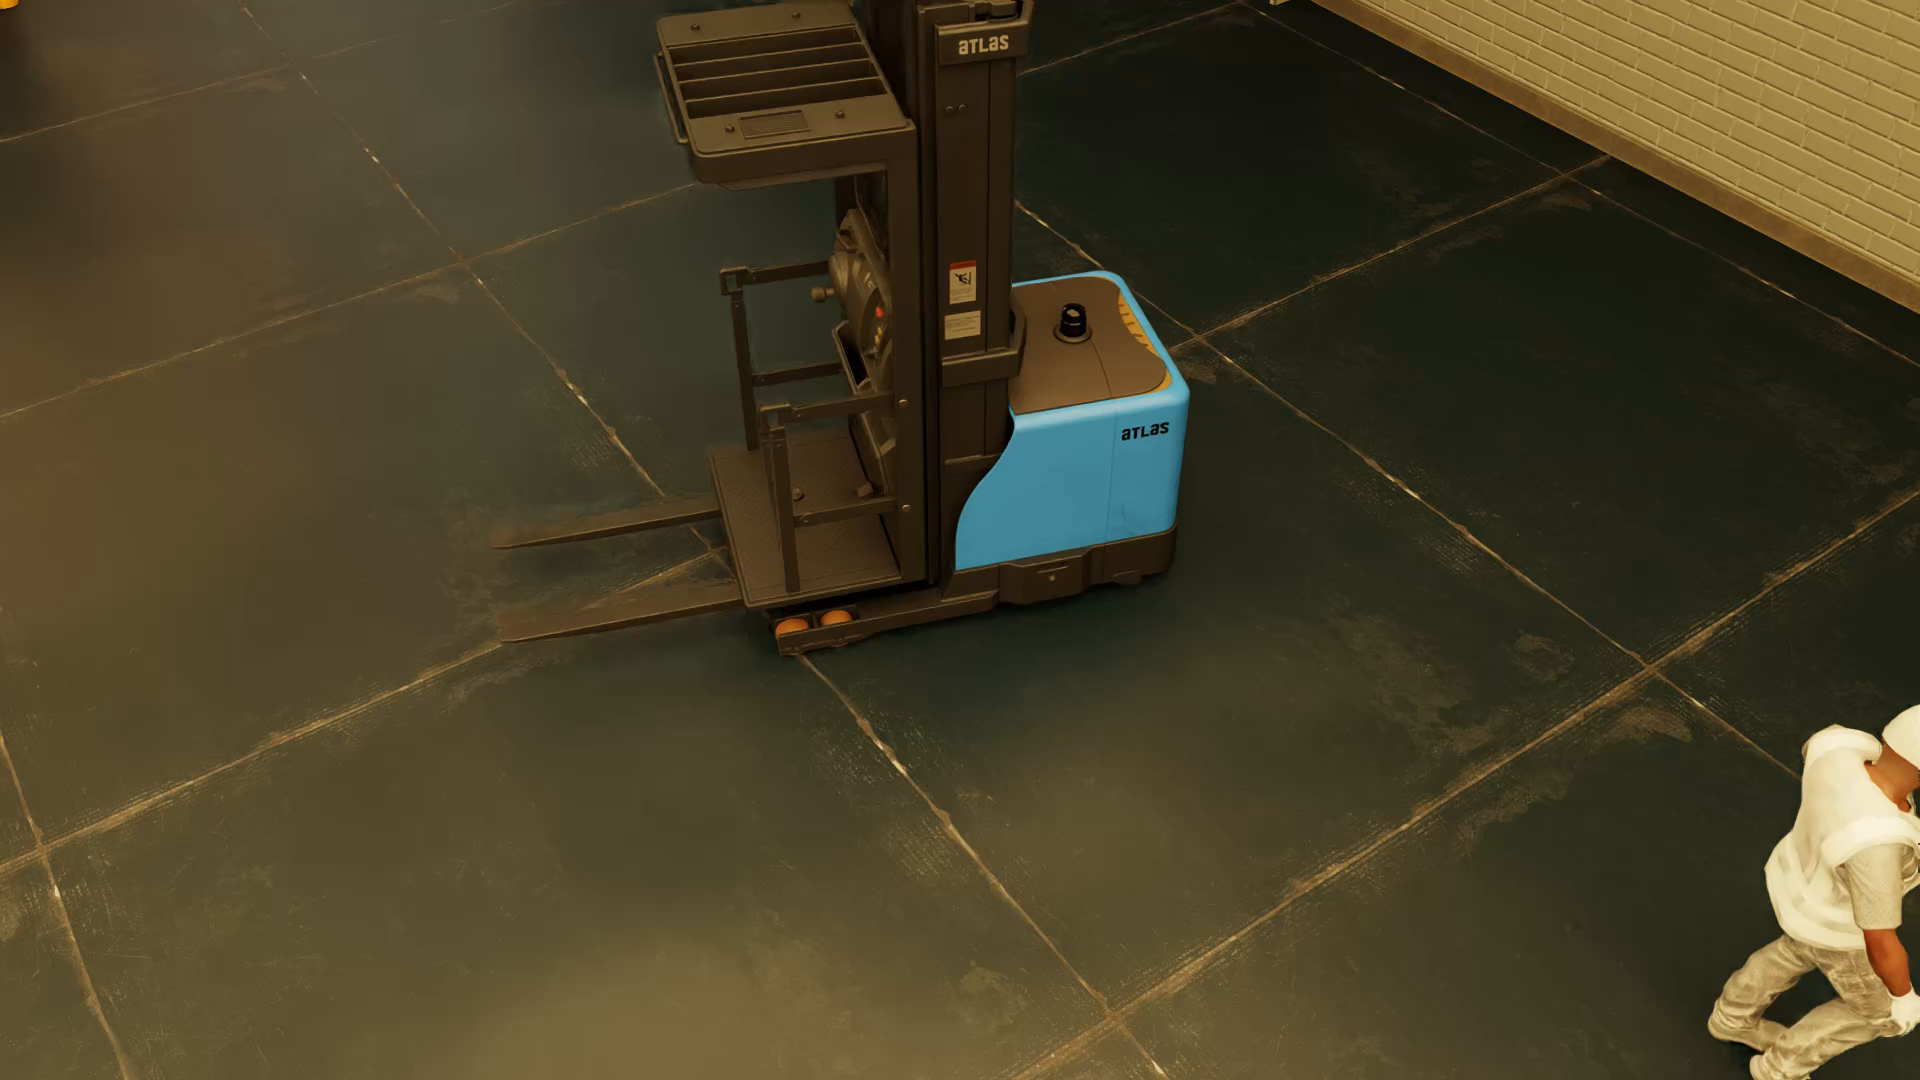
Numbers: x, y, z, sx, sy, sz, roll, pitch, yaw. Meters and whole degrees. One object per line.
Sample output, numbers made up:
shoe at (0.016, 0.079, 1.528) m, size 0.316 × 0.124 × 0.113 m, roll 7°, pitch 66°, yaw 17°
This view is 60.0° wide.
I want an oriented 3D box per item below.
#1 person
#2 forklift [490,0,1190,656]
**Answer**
person at (2.837, 1.155, 5.353) m, size 0.488 × 1.788 × 0.913 m, roll 7°, pitch 43°, yaw 8°
forklift at (-0.589, -0.970, 6.767) m, size 3.031 × 2.935 × 1.130 m, roll -10°, pitch 44°, yaw -11°
